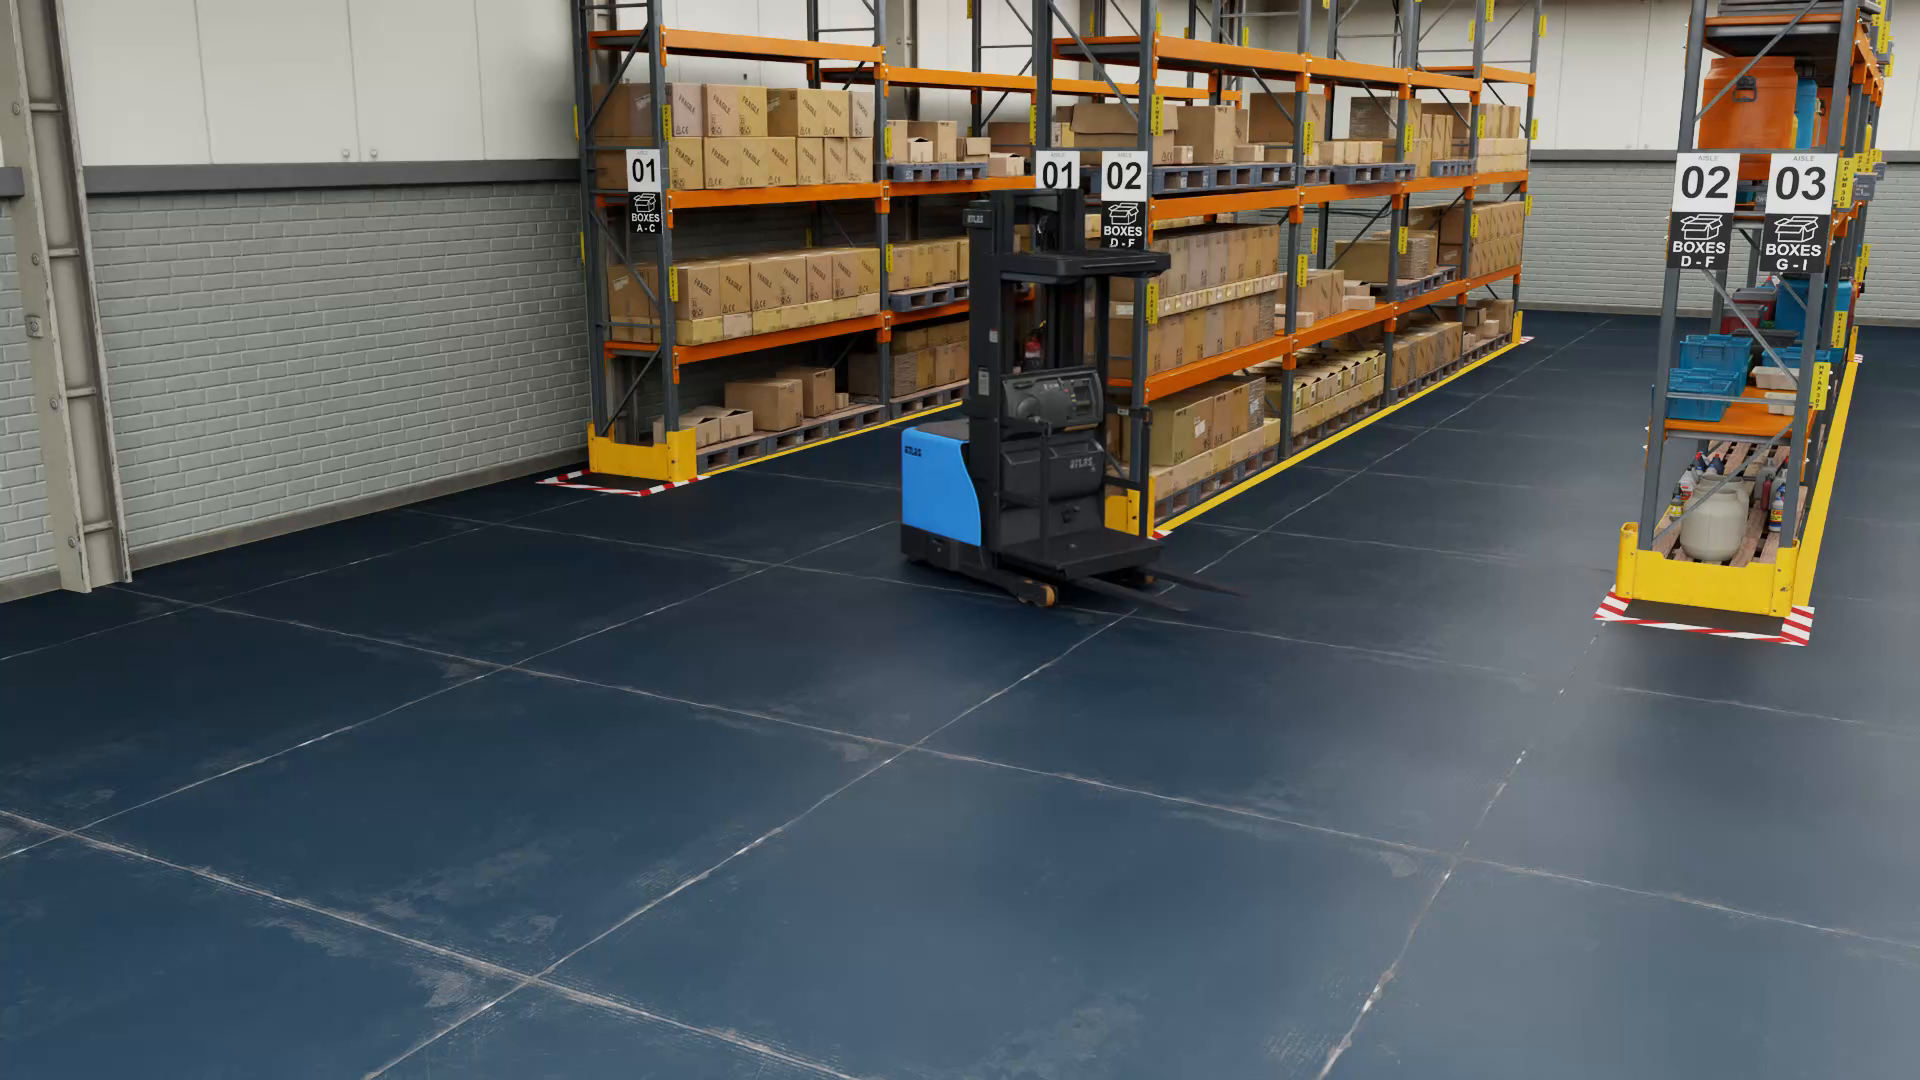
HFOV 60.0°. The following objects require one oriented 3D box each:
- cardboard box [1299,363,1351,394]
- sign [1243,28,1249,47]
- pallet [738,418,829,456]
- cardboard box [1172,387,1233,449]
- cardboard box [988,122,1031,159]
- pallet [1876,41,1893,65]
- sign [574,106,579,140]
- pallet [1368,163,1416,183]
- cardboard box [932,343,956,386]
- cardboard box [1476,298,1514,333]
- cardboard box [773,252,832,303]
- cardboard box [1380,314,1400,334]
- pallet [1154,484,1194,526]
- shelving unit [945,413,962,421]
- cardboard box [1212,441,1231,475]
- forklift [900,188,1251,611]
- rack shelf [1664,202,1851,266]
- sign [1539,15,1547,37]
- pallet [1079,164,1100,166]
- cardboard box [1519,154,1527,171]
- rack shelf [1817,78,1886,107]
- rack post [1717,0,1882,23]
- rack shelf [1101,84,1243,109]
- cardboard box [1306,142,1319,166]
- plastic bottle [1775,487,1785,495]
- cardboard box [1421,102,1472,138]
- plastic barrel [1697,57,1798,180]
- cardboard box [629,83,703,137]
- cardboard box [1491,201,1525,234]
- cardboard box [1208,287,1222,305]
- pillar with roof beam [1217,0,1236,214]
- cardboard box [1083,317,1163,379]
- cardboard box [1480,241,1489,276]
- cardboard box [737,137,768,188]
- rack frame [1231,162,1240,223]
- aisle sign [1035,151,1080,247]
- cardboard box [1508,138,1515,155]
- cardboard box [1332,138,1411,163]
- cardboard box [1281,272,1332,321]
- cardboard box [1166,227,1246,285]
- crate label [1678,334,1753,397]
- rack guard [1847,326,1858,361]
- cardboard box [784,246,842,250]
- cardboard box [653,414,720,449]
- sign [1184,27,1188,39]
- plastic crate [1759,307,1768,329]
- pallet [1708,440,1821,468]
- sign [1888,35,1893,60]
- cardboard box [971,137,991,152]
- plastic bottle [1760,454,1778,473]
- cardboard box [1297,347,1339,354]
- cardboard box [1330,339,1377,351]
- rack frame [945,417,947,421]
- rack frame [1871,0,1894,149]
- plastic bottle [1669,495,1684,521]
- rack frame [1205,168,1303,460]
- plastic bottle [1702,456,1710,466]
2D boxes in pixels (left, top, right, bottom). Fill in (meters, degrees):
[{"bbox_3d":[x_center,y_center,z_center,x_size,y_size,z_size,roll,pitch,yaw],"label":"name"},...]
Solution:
[{"bbox_3d":[4.191,-1.882,19.215,0.500,0.311,0.500,8,16,30],"label":"cardboard box"},{"bbox_3d":[4.962,-8.737,28.912,0.100,0.325,0.005,7,15,28],"label":"sign"},{"bbox_3d":[-2.189,-1.182,18.485,1.003,0.211,1.213,7,15,28],"label":"pallet"},{"bbox_3d":[2.279,-1.174,15.872,0.500,0.500,0.500,7,15,28],"label":"cardboard box"},{"bbox_3d":[0.807,-5.576,23.210,0.700,0.500,0.500,6,15,24],"label":"cardboard box"},{"bbox_3d":[9.675,-5.403,18.502,1.213,0.211,1.003,7,15,28],"label":"pallet"},{"bbox_3d":[-3.717,-4.065,16.207,0.100,0.325,0.005,7,15,28],"label":"sign"},{"bbox_3d":[4.715,-4.408,19.919,1.213,0.211,1.003,8,16,31],"label":"pallet"},{"bbox_3d":[-0.478,-2.294,21.543,0.700,0.500,0.500,8,15,29],"label":"cardboard box"},{"bbox_3d":[8.785,-3.691,27.339,0.500,0.500,0.500,7,15,28],"label":"cardboard box"},{"bbox_3d":[-1.754,-2.895,18.318,0.500,0.500,0.500,7,15,26],"label":"cardboard box"},{"bbox_3d":[5.726,-2.995,22.850,0.500,0.250,0.500,7,15,27],"label":"cardboard box"},{"bbox_3d":[1.431,-0.355,15.057,1.003,0.211,1.213,7,15,28],"label":"pallet"},{"bbox_3d":[0.026,-0.521,13.956,0.215,1.050,0.252,7,15,28],"label":"shelving unit"},{"bbox_3d":[2.278,-0.809,15.961,0.500,0.250,0.500,7,15,28],"label":"cardboard box"},{"bbox_3d":[0.827,-1.063,12.191,1.130,2.935,3.031,-10,17,-37],"label":"forklift"},{"bbox_3d":[6.399,-2.506,13.164,1.077,0.370,4.000,7,15,28],"label":"rack shelf"},{"bbox_3d":[9.308,-8.212,26.567,0.100,0.325,0.005,7,15,28],"label":"sign"},{"bbox_3d":[1.430,-5.485,24.389,1.003,0.211,1.213,8,16,31],"label":"pallet"},{"bbox_3d":[8.815,-6.082,26.781,0.500,0.250,0.500,7,15,28],"label":"cardboard box"},{"bbox_3d":[12.200,-6.232,23.071,1.077,0.370,4.000,7,15,28],"label":"rack shelf"},{"bbox_3d":[5.909,-3.801,11.668,0.937,0.300,0.954,9,16,34],"label":"rack post"},{"bbox_3d":[3.527,-7.354,27.727,1.077,0.370,4.000,7,15,28],"label":"rack shelf"},{"bbox_3d":[3.601,-4.198,18.069,0.500,0.250,0.500,6,15,23],"label":"cardboard box"},{"bbox_3d":[6.795,-0.302,13.770,0.097,0.271,0.097,0,14,0],"label":"plastic bottle"},{"bbox_3d":[7.100,-6.108,24.223,0.700,0.500,0.500,7,15,28],"label":"cardboard box"},{"bbox_3d":[5.556,-2.973,11.751,0.600,0.830,0.708,7,15,28],"label":"plastic barrel"},{"bbox_3d":[-2.842,-4.164,16.116,0.500,0.500,0.500,6,15,24],"label":"cardboard box"},{"bbox_3d":[8.858,-5.244,27.039,0.500,0.500,0.500,7,15,28],"label":"cardboard box"},{"bbox_3d":[2.220,-2.285,15.513,0.380,0.149,0.250,8,15,29],"label":"cardboard box"},{"bbox_3d":[8.811,-8.473,29.979,9.100,9.000,0.400,7,15,28],"label":"pillar with roof beam"},{"bbox_3d":[1.335,-1.692,14.440,0.700,0.500,0.500,7,15,28],"label":"cardboard box"},{"bbox_3d":[7.628,-4.239,25.003,0.500,0.500,0.500,8,16,29],"label":"cardboard box"},{"bbox_3d":[-2.322,-3.880,17.070,0.500,0.500,0.500,8,16,31],"label":"cardboard box"},{"bbox_3d":[4.494,-5.392,30.001,1.000,3.000,0.127,7,15,28],"label":"rack frame"},{"bbox_3d":[0.809,-2.833,13.837,0.394,0.787,0.004,7,15,28],"label":"aisle sign"},{"bbox_3d":[8.321,-6.121,25.877,0.500,0.250,0.500,7,15,28],"label":"cardboard box"},{"bbox_3d":[5.146,-4.791,20.892,0.910,0.500,0.500,7,15,28],"label":"cardboard box"},{"bbox_3d":[3.914,-2.785,18.973,0.500,0.500,0.500,7,15,28],"label":"cardboard box"},{"bbox_3d":[2.337,-2.751,16.063,0.700,0.500,0.500,7,15,28],"label":"cardboard box"},{"bbox_3d":[6.085,-1.413,13.418,0.502,0.435,0.616,7,15,28],"label":"crate label"},{"bbox_3d":[13.167,-3.061,25.665,1.175,0.500,0.348,7,15,28],"label":"rack guard"},{"bbox_3d":[-1.717,-3.159,19.414,0.500,0.500,0.500,7,15,27],"label":"cardboard box"},{"bbox_3d":[-2.827,-1.148,17.195,0.500,0.311,0.500,6,15,22],"label":"cardboard box"},{"bbox_3d":[4.011,-8.904,29.436,0.100,0.325,0.005,7,15,28],"label":"sign"},{"bbox_3d":[7.627,-2.062,16.220,0.392,0.384,0.575,7,15,28],"label":"plastic crate"},{"bbox_3d":[8.300,-0.869,17.189,1.003,0.211,1.213,7,15,28],"label":"pallet"},{"bbox_3d":[11.714,-6.201,21.002,0.100,0.325,0.005,7,15,28],"label":"sign"},{"bbox_3d":[0.077,-5.146,22.323,0.500,0.500,0.500,7,15,28],"label":"cardboard box"},{"bbox_3d":[7.180,-0.586,14.776,0.144,0.351,0.185,7,15,28],"label":"plastic bottle"},{"bbox_3d":[4.455,-2.257,20.768,0.500,0.311,0.500,8,16,30],"label":"cardboard box"},{"bbox_3d":[5.212,-2.408,22.016,0.500,0.500,0.500,8,16,30],"label":"cardboard box"},{"bbox_3d":[-0.033,-0.496,13.852,0.200,1.050,0.008,7,15,28],"label":"rack frame"},{"bbox_3d":[13.167,-7.186,24.642,1.000,3.000,0.127,7,15,28],"label":"rack frame"},{"bbox_3d":[5.936,-0.267,13.774,0.097,0.201,0.097,0,14,0],"label":"plastic bottle"},{"bbox_3d":[3.031,-2.370,17.464,1.000,3.000,0.127,7,15,28],"label":"rack frame"},{"bbox_3d":[6.696,-0.613,15.047,0.152,0.276,0.135,8,16,30],"label":"plastic bottle"}]
